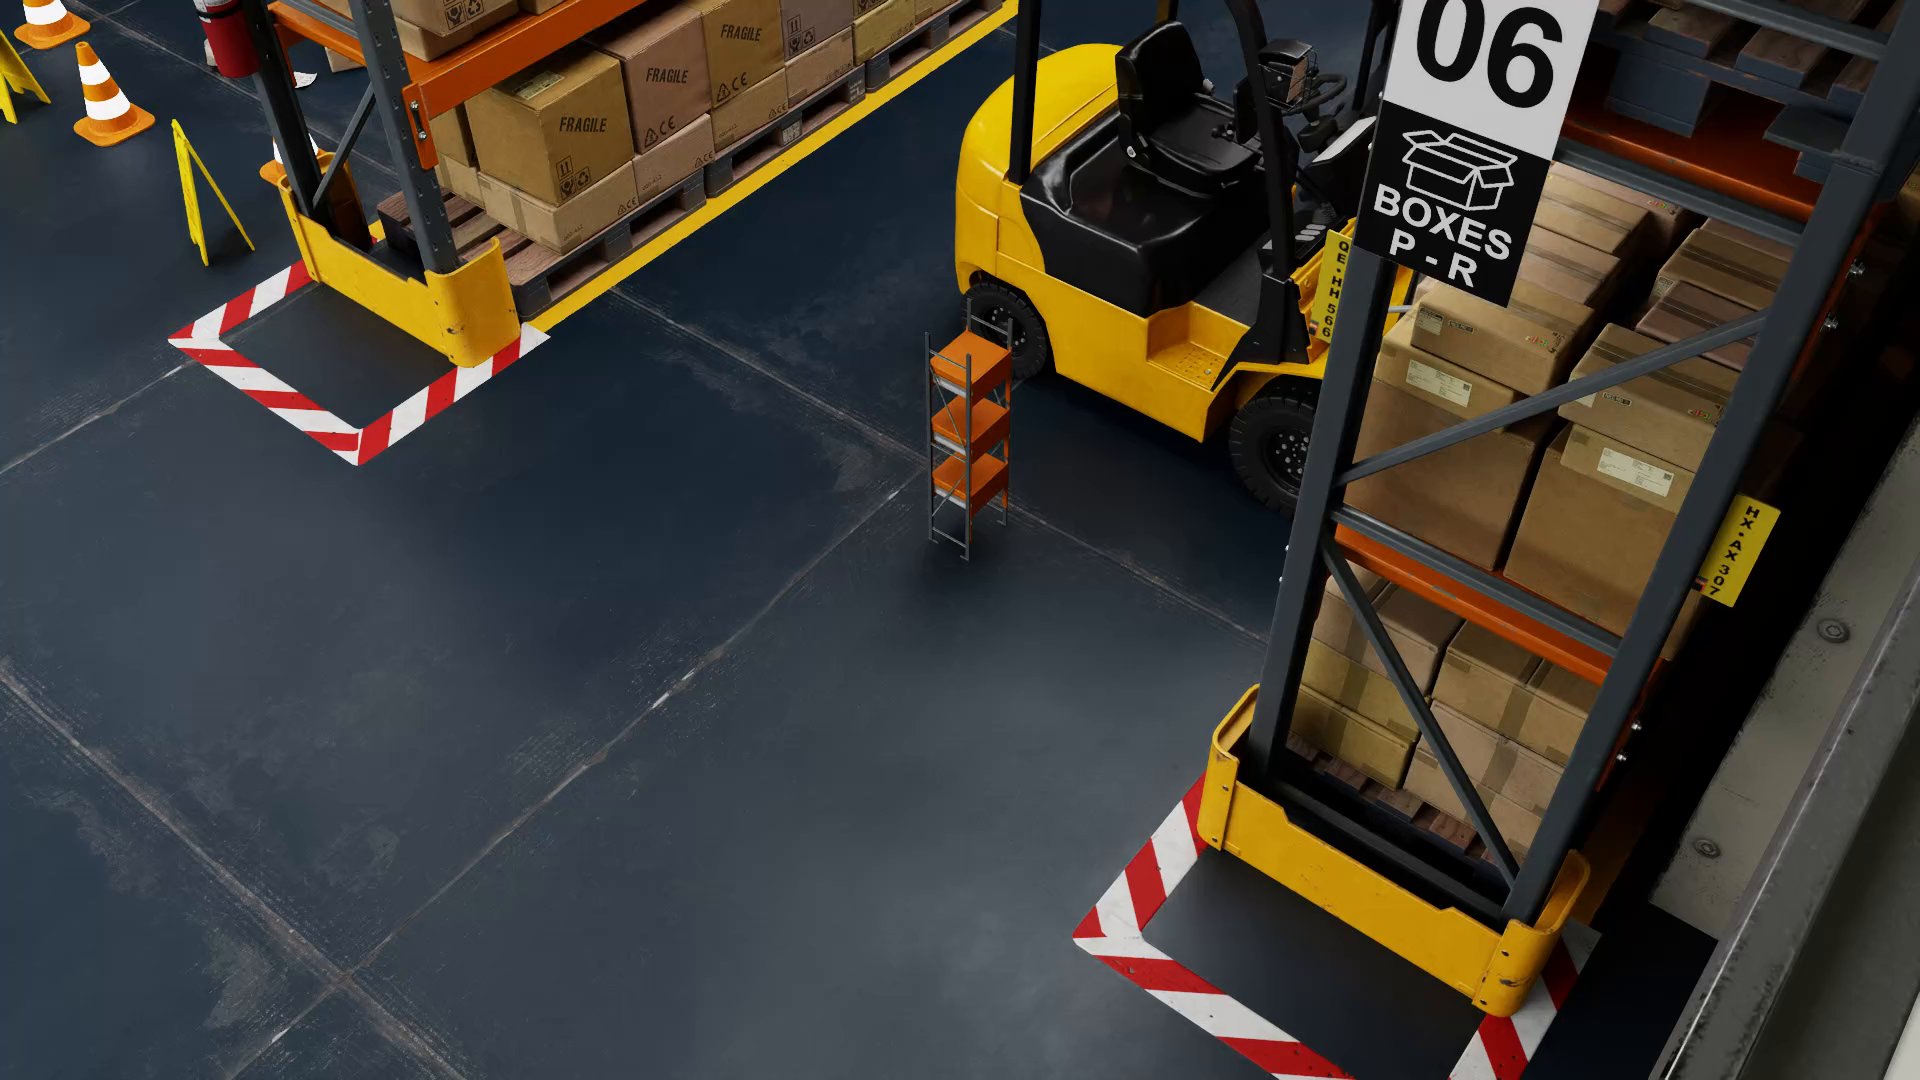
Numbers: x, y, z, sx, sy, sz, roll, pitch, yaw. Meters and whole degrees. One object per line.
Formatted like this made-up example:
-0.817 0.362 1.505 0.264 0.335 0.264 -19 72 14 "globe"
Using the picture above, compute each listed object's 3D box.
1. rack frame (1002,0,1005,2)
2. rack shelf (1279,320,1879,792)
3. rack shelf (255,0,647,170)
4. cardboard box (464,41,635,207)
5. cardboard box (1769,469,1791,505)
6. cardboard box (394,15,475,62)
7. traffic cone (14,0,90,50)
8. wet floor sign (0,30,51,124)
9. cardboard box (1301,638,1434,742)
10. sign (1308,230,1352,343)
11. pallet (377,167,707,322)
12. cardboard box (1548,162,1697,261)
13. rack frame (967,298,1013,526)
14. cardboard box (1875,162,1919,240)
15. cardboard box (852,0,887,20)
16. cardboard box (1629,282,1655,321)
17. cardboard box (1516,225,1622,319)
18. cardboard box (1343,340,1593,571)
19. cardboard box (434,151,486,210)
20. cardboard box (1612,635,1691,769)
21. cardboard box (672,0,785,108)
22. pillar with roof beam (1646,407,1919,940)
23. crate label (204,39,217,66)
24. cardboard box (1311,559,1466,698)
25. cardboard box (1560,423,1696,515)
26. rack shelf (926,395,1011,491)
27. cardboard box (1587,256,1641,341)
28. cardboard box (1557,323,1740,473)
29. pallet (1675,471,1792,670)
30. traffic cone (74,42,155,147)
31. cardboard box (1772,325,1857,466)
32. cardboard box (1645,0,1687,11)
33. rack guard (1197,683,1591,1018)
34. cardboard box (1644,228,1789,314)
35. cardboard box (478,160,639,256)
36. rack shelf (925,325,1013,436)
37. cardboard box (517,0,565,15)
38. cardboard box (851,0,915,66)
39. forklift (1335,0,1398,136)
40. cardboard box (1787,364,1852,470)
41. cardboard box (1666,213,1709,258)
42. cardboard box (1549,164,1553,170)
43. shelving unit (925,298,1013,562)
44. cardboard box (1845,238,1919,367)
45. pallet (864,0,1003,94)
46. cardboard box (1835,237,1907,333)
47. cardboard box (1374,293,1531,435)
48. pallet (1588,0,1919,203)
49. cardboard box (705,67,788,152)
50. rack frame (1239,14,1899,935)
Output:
-0.121 -4.378 8.721 1.000 3.000 0.127 29 53 25 "rack frame"
2.586 -0.793 5.794 1.077 0.370 4.000 29 53 25 "rack shelf"
-1.344 -2.985 7.888 1.077 0.370 4.000 29 53 25 "rack shelf"
-1.841 -1.897 7.443 0.500 0.500 0.500 28 52 24 "cardboard box"
3.056 -0.437 6.567 0.500 0.250 0.500 29 53 25 "cardboard box"
-2.195 -2.105 6.723 0.380 0.149 0.250 29 53 25 "cardboard box"
-5.097 -3.020 9.178 0.336 0.463 0.334 29 53 25 "traffic cone"
-4.996 -2.515 8.569 0.267 0.644 0.232 21 50 19 "wet floor sign"
1.414 0.318 5.500 0.500 0.250 0.500 29 53 25 "cardboard box"
0.943 -0.627 4.173 0.100 0.325 0.005 29 53 25 "sign"
-1.996 -1.619 8.013 1.003 0.211 1.213 29 53 25 "pallet"
1.892 -0.983 4.754 0.380 0.149 0.250 30 53 25 "cardboard box"
0.107 -0.463 6.329 0.200 1.050 0.008 29 53 25 "rack frame"
2.618 -1.052 4.820 0.380 0.149 0.250 28 52 24 "cardboard box"
-0.580 -3.083 8.577 0.500 0.500 0.500 30 53 26 "cardboard box"
2.037 -0.547 4.543 0.380 0.149 0.250 28 53 24 "cardboard box"
1.542 -0.711 4.495 0.380 0.149 0.250 29 53 25 "cardboard box"
1.457 -0.329 4.784 0.500 0.500 0.500 28 52 24 "cardboard box"
-2.271 -1.880 7.945 0.500 0.250 0.500 29 53 25 "cardboard box"
2.148 0.436 5.733 0.500 0.250 0.500 30 53 25 "cardboard box"
-1.211 -2.481 8.001 0.500 0.500 0.500 30 53 26 "cardboard box"
-0.904 -3.872 4.089 9.100 9.000 0.400 29 53 25 "pillar with roof beam"
-3.979 -2.690 9.088 0.250 0.136 0.298 6 47 5 "crate label"
1.398 0.161 5.304 0.500 0.250 0.500 31 54 26 "cardboard box"
1.776 -0.235 4.245 0.380 0.149 0.250 28 52 24 "cardboard box"
0.033 -0.386 6.270 0.215 0.259 0.240 29 53 25 "rack shelf"
1.694 -0.759 4.746 0.380 0.149 0.250 30 53 26 "cardboard box"
1.738 -0.356 4.155 0.380 0.149 0.250 28 53 24 "cardboard box"
2.544 -0.085 6.548 1.003 0.211 1.213 29 53 25 "pallet"
-4.411 -2.326 8.514 0.336 0.463 0.334 29 53 25 "traffic cone"
2.187 -0.400 4.852 0.500 0.500 0.500 31 54 26 "cardboard box"
1.441 -1.508 3.476 0.500 0.500 0.500 31 54 26 "cardboard box"
1.349 0.980 5.331 1.175 0.500 0.348 29 53 25 "rack guard"
2.075 -0.648 4.434 0.380 0.149 0.250 30 53 26 "cardboard box"
-1.855 -1.624 7.701 0.500 0.250 0.500 29 53 25 "cardboard box"
0.033 -0.582 6.065 0.215 0.259 0.240 29 53 25 "rack shelf"
-1.826 -2.372 6.978 0.380 0.149 0.250 28 52 24 "cardboard box"
-0.588 -2.807 8.831 0.500 0.250 0.500 28 52 24 "cardboard box"
2.501 -2.865 7.323 1.130 2.935 3.031 22 50 20 "forklift"
3.061 -0.594 6.372 0.500 0.250 0.500 29 53 25 "cardboard box"
2.094 -0.915 5.344 0.500 0.500 0.500 28 53 24 "cardboard box"
1.980 -1.069 5.042 0.380 0.149 0.250 28 52 24 "cardboard box"
0.033 -0.393 6.263 0.215 1.050 0.252 29 53 25 "shelving unit"
2.807 -0.975 5.401 0.500 0.500 0.500 30 53 26 "cardboard box"
-0.504 -3.015 9.347 1.003 0.211 1.213 29 53 25 "pallet"
2.457 -0.784 4.770 0.380 0.149 0.250 30 53 25 "cardboard box"
1.354 -0.478 4.477 0.380 0.149 0.250 30 53 25 "cardboard box"
1.816 -1.296 3.763 1.003 0.211 1.213 29 53 25 "pallet"
-1.213 -2.230 8.280 0.500 0.250 0.500 33 54 27 "cardboard box"
1.363 0.103 4.440 1.000 3.000 0.127 29 53 25 "rack frame"
